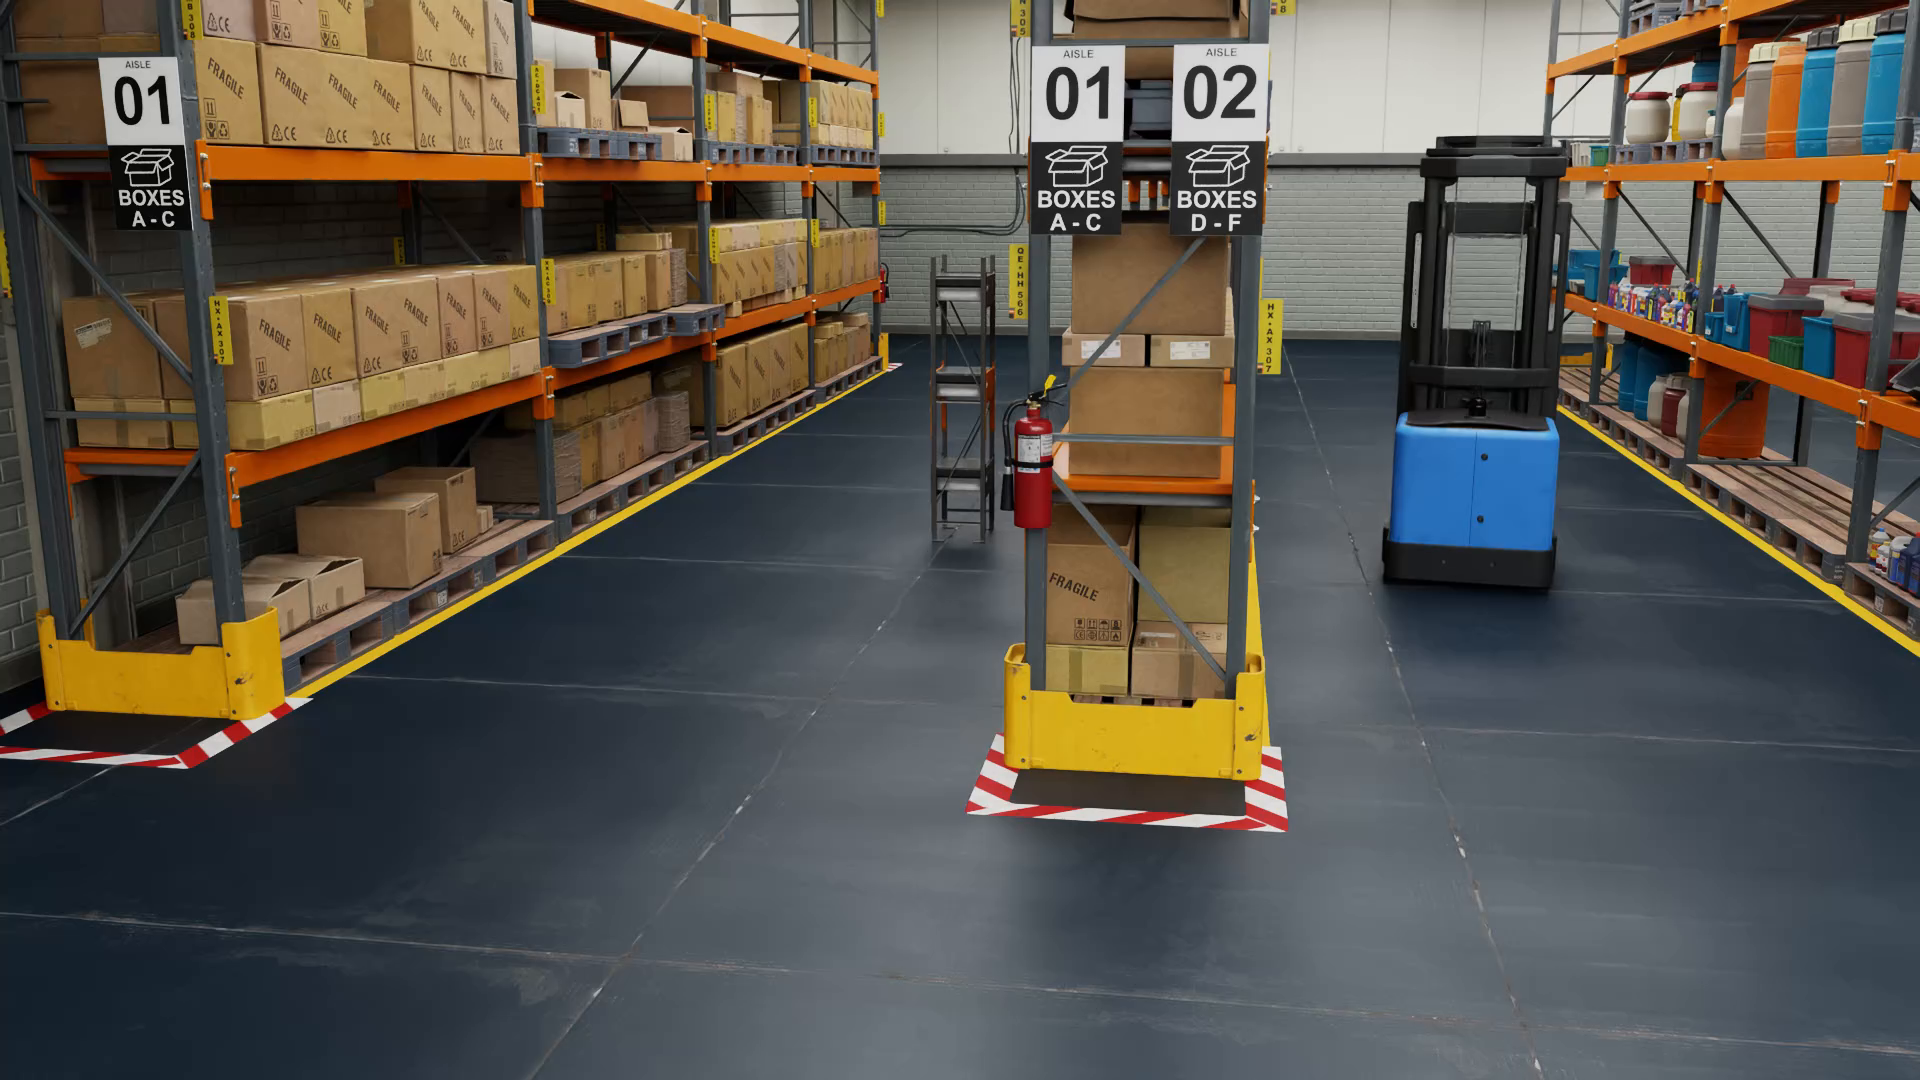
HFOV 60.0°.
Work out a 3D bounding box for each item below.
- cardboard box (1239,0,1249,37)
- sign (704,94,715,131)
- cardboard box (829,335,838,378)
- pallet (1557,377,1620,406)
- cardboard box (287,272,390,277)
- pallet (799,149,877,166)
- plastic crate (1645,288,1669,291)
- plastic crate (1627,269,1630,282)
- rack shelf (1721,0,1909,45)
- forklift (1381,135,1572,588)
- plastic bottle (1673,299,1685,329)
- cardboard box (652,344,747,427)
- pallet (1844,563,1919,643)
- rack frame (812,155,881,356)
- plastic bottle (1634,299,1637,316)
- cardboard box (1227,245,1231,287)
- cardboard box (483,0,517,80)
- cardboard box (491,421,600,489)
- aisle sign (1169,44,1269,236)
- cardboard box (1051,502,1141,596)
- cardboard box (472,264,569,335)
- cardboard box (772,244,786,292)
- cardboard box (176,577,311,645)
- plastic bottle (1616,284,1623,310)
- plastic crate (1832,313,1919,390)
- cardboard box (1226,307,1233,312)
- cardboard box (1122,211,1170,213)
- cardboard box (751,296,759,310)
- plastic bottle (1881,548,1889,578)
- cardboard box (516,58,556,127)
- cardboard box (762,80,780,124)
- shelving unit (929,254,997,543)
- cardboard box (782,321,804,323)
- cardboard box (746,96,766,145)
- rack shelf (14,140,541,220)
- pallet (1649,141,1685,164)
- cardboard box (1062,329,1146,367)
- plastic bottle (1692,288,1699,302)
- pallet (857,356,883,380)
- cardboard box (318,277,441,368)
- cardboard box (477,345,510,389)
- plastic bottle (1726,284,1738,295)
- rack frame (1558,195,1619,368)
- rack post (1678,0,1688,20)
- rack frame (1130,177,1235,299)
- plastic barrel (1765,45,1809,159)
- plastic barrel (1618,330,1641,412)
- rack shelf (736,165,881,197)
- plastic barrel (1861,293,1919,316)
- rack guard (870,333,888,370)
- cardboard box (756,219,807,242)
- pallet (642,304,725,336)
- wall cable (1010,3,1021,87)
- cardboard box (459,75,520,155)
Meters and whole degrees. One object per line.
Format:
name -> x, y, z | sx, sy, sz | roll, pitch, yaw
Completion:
cardboard box -> 1.328, -2.568, 8.604 | 0.500, 0.500, 0.500 | 2, 12, 9
sign -> -2.327, -3.969, 15.441 | 0.100, 0.325, 0.005 | 2, 12, 9
cardboard box -> -1.950, -2.340, 21.170 | 0.700, 0.500, 0.500 | 2, 12, 8
pallet -> 7.802, -1.825, 20.461 | 1.003, 0.211, 1.213 | 2, 12, 9
cardboard box -> -3.922, -1.436, 10.564 | 0.500, 0.500, 0.500 | 2, 12, 10
pallet -> -1.736, -5.201, 22.598 | 1.003, 0.211, 1.213 | 2, 12, 9
plastic crate -> 7.755, -2.772, 18.719 | 0.396, 0.136, 0.243 | 2, 12, 9
plastic crate -> 7.959, -3.063, 19.723 | 0.437, 0.282, 0.530 | 2, 12, 9
rack shelf -> 6.619, -3.916, 11.960 | 1.077, 0.370, 4.000 | 2, 12, 9
forklift -> 3.738, -1.387, 11.972 | 1.130, 2.935, 3.031 | 4, 13, 16
plastic bottle -> 6.669, -2.094, 15.394 | 0.097, 0.271, 0.097 | 0, 12, 0
cardboard box -> -2.620, -1.571, 16.768 | 0.750, 0.750, 0.750 | 2, 12, 8
pallet -> 6.167, 0.388, 10.193 | 1.003, 0.211, 1.213 | 2, 12, 9
rack frame -> -1.632, -3.933, 23.623 | 1.000, 3.000, 0.127 | 2, 12, 9
plastic bottle -> 6.907, -2.382, 16.898 | 0.097, 0.201, 0.097 | 0, 12, 0
cardboard box -> 2.348, -2.681, 16.579 | 0.700, 0.500, 0.500 | 4, 13, 19
cardboard box -> -3.287, -3.336, 11.073 | 0.500, 0.500, 0.500 | 1, 12, 4
cardboard box -> -3.351, -0.691, 13.469 | 0.700, 0.500, 0.500 | 2, 12, 8
aisle sign -> 1.095, -1.690, 7.043 | 0.394, 0.787, 0.004 | 2, 12, 9
cardboard box -> 0.730, 0.000, 9.124 | 0.500, 0.500, 0.500 | 2, 12, 9
cardboard box -> -3.366, -1.804, 12.461 | 0.700, 0.500, 0.500 | 2, 12, 9
cardboard box -> -2.223, -2.989, 18.253 | 0.500, 0.500, 0.500 | 2, 12, 9
cardboard box -> -3.897, 0.356, 9.060 | 0.500, 0.311, 0.500 | 0, 12, 2
plastic bottle -> 7.029, -2.581, 17.656 | 0.097, 0.271, 0.097 | 0, 12, 0
plastic crate -> 6.084, -1.256, 11.049 | 0.402, 0.464, 0.583 | 2, 12, 9
cardboard box -> 1.313, -1.203, 9.179 | 0.380, 0.149, 0.250 | 2, 12, 9
cardboard box -> 1.279, -1.760, 10.225 | 0.700, 0.500, 0.500 | 2, 12, 9
cardboard box -> -2.358, -2.535, 17.686 | 0.380, 0.149, 0.250 | 2, 12, 9
plastic bottle -> 5.798, 0.133, 10.352 | 0.097, 0.201, 0.097 | 0, 12, 0
cardboard box -> -3.314, -3.267, 12.177 | 0.500, 0.500, 0.500 | 4, 13, 17
cardboard box -> -2.370, -5.267, 20.035 | 0.500, 0.500, 0.500 | 2, 12, 8
shelving unit -> 0.025, -1.061, 12.432 | 0.431, 2.100, 0.503 | 2, 12, 9
cardboard box -> -2.091, -2.746, 21.514 | 0.380, 0.149, 0.250 | 2, 12, 9
cardboard box -> -2.513, -4.533, 18.005 | 0.700, 0.500, 0.500 | 2, 12, 8
rack shelf -> -3.785, -2.133, 9.859 | 1.077, 0.370, 4.000 | 2, 12, 9
pallet -> 7.346, -3.751, 16.106 | 1.003, 0.211, 1.213 | 2, 12, 9
cardboard box -> 0.673, -0.894, 7.746 | 0.380, 0.149, 0.250 | 2, 12, 8
plastic bottle -> 7.541, -2.443, 17.015 | 0.097, 0.271, 0.097 | 0, 12, 0
pallet -> -1.678, -2.401, 23.132 | 1.003, 0.211, 1.213 | 2, 12, 9
cardboard box -> -3.483, -1.313, 9.993 | 0.500, 0.500, 0.500 | 2, 12, 10
cardboard box -> -3.336, -1.159, 11.062 | 0.500, 0.250, 0.500 | 2, 12, 9
plastic bottle -> 7.555, -2.324, 16.274 | 0.144, 0.351, 0.185 | 2, 12, 9
rack frame -> 8.157, -3.612, 22.133 | 1.000, 3.000, 0.127 | 2, 12, 9
rack post -> 7.356, -5.042, 15.716 | 0.937, 0.300, 0.954 | 3, 13, 15
rack frame -> 2.033, -2.108, 15.154 | 1.000, 3.000, 0.127 | 2, 12, 9
plastic barrel -> 6.485, -3.323, 12.652 | 0.600, 0.830, 0.708 | 2, 12, 9
plastic barrel -> 7.441, -1.846, 17.923 | 0.600, 0.901, 0.708 | 2, 12, 9
rack shelf -> -1.940, -4.631, 21.451 | 1.077, 0.370, 4.000 | 2, 12, 9
plastic barrel -> 6.788, -1.525, 12.128 | 0.433, 0.535, 0.433 | 0, 12, 0
rack guard -> -1.628, -2.716, 23.909 | 1.175, 0.500, 0.348 | 2, 12, 9
cardboard box -> -2.066, -3.565, 19.146 | 0.500, 0.250, 0.500 | 2, 12, 10
pallet -> -2.867, -2.022, 15.211 | 1.213, 0.211, 1.003 | 2, 12, 9
wall cable -> 2.264, -8.895, 27.788 | 3.097, 2.526, 0.112 | 2, 12, 9
cardboard box -> -3.311, -2.846, 11.176 | 0.500, 0.500, 0.500 | 2, 12, 10
